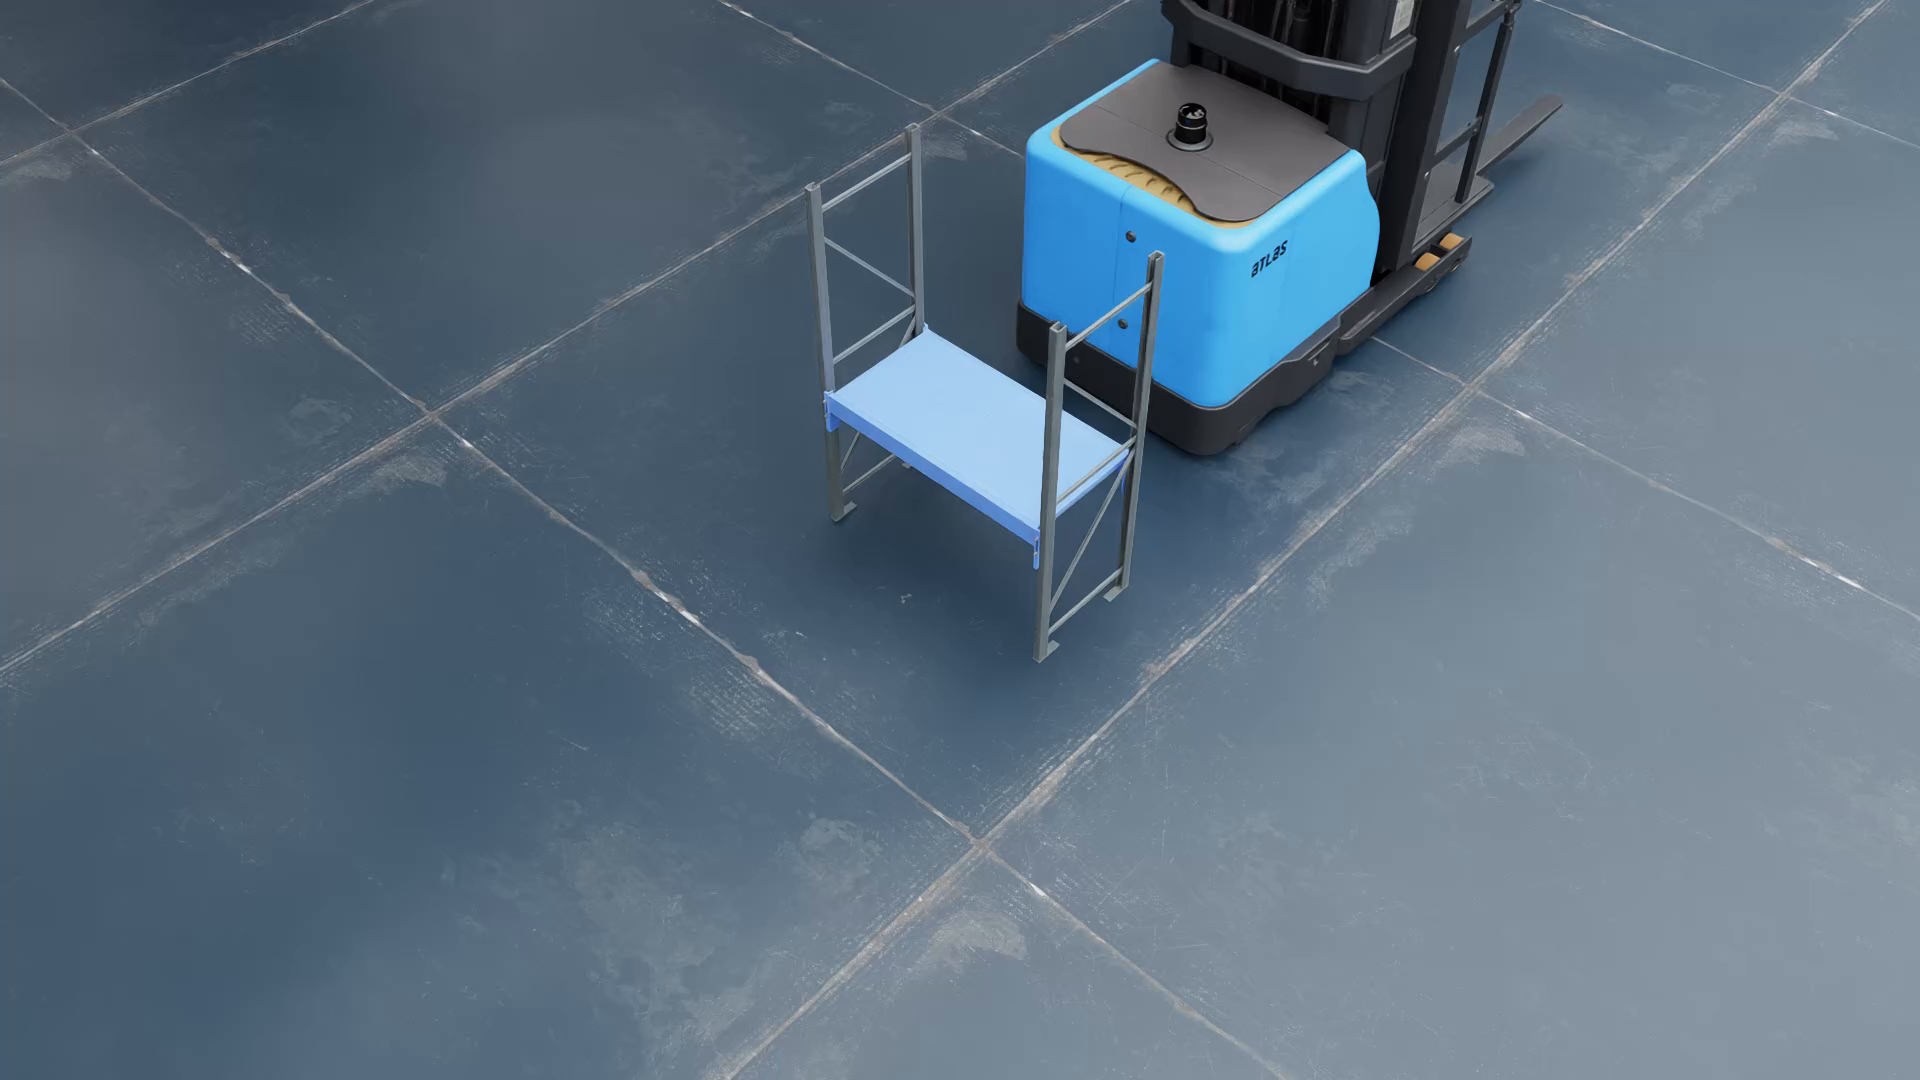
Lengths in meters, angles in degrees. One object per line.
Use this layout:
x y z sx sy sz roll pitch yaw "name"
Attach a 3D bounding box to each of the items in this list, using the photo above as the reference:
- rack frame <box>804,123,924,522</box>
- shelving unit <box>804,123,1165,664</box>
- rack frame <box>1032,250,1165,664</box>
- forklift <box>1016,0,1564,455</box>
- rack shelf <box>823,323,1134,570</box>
-0.311 -0.723 5.900 0.032 1.500 0.500 34 55 28 "rack frame"
0.063 -0.471 5.664 1.048 1.500 0.538 34 55 28 "shelving unit"
0.436 -0.220 5.428 0.032 1.500 0.500 34 55 28 "rack frame"
1.605 -2.317 6.415 1.130 2.935 3.031 34 56 28 "forklift"
0.063 -0.348 5.795 1.000 0.185 0.538 34 55 28 "rack shelf"
